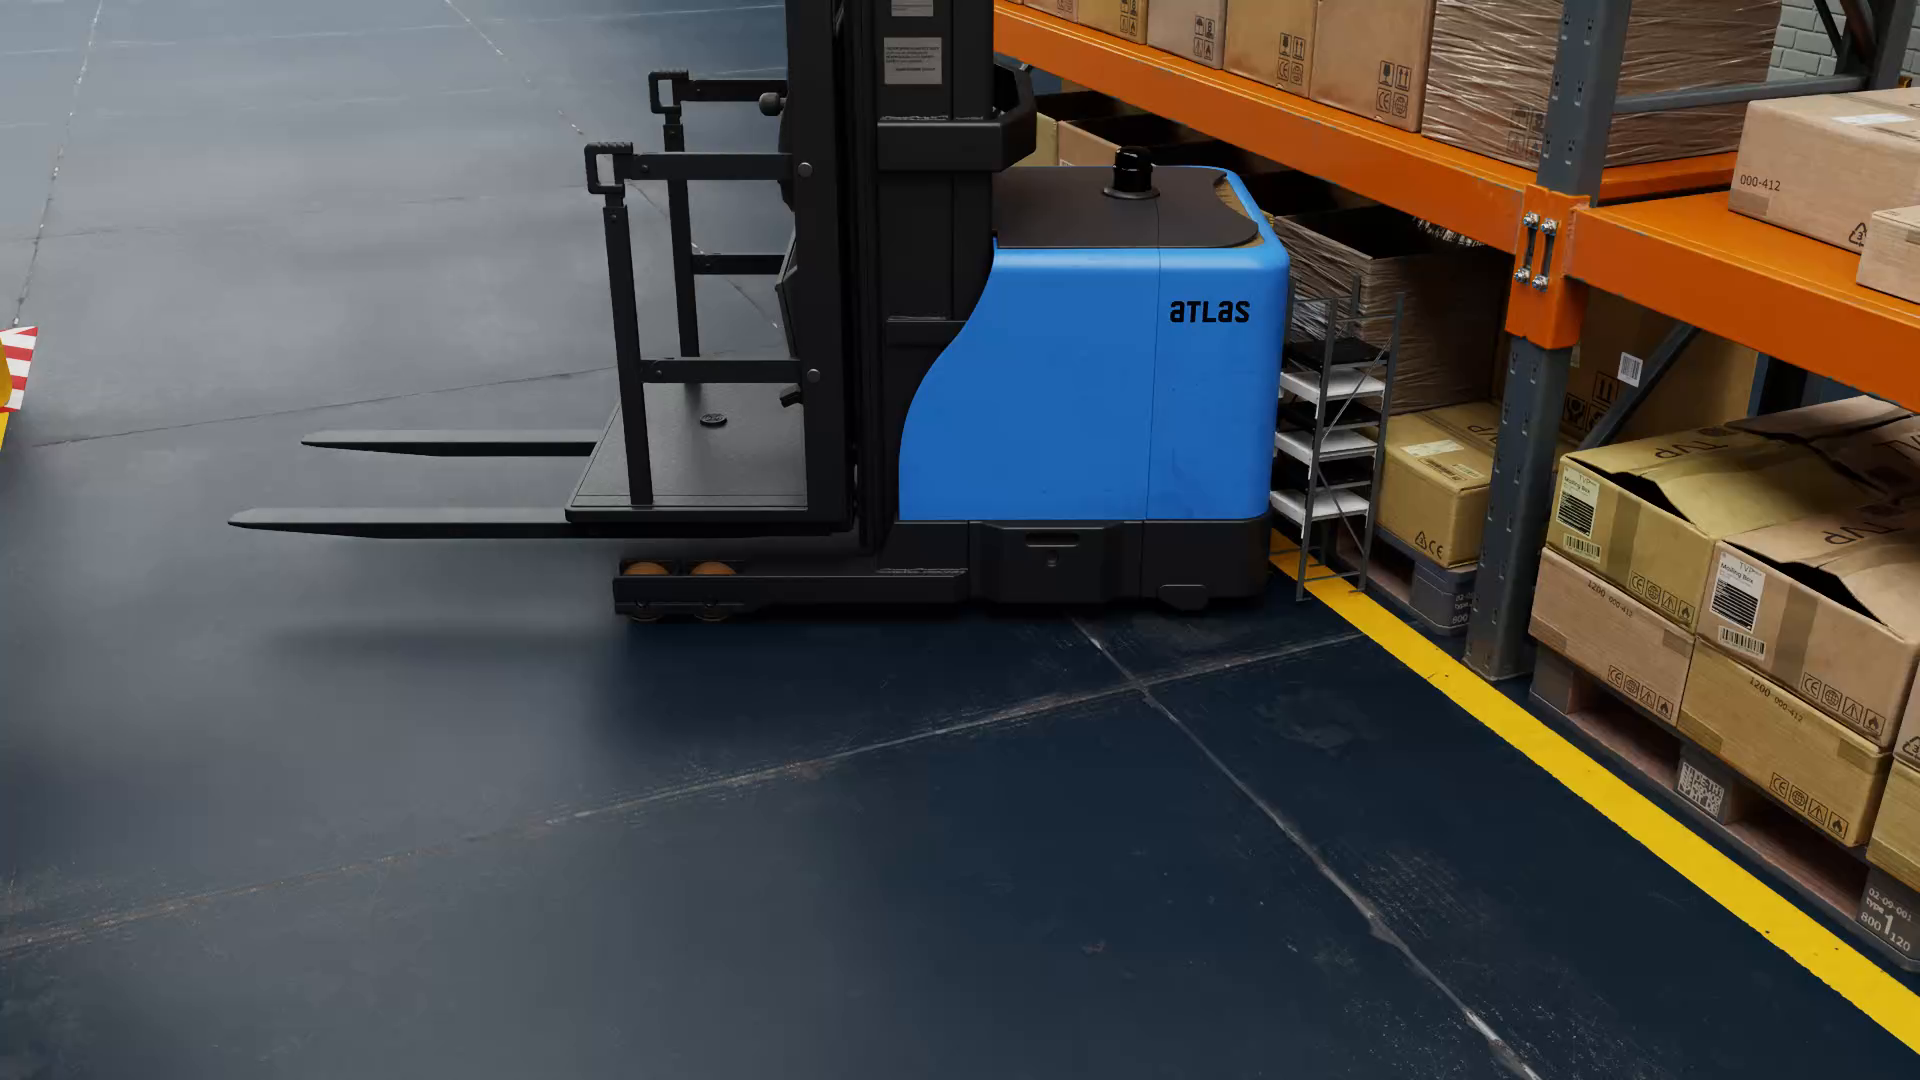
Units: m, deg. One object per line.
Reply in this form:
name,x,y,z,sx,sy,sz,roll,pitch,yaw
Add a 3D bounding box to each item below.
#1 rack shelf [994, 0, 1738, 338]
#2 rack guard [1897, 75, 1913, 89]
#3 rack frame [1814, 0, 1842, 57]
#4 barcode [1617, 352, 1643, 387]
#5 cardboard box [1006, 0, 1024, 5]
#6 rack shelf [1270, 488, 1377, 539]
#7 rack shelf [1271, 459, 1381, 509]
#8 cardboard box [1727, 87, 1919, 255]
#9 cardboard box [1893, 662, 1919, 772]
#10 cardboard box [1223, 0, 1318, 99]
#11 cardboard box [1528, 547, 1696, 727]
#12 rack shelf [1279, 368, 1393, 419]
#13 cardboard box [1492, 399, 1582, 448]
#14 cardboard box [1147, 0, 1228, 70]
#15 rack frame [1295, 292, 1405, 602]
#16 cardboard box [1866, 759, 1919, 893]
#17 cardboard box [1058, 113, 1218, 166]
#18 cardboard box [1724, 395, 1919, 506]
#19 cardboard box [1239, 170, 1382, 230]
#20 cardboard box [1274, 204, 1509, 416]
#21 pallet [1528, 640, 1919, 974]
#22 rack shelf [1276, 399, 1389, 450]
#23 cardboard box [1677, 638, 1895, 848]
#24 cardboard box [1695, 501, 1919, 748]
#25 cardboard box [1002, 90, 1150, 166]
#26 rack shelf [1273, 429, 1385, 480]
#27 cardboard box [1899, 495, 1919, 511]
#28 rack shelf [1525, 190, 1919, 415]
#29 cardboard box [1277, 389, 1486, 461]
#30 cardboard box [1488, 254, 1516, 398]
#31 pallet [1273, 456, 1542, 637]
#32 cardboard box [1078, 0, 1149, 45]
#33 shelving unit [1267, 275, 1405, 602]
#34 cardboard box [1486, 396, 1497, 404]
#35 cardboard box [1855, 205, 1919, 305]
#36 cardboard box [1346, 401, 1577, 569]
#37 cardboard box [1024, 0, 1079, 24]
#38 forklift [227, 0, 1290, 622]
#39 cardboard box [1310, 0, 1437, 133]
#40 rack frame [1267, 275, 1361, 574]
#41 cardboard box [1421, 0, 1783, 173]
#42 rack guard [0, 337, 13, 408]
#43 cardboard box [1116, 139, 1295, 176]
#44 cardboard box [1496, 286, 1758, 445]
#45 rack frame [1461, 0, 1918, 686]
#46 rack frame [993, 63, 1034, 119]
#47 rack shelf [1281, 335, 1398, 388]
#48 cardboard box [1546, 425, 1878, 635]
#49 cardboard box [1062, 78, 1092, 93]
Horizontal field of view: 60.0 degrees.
rack shelf,1.073,-1.553,5.833,1.077,0.370,4.000,-11,28,-21
rack guard,4.876,-2.383,9.560,1.175,0.500,0.348,-11,28,-21
rack frame,4.847,-3.537,9.075,1.000,3.000,0.127,-11,28,-21
barcode,1.573,-0.401,3.905,0.001,0.075,0.075,-11,28,-21
cardboard box,0.461,-2.538,6.916,0.700,0.500,0.500,-11,28,-21
rack shelf,1.051,-0.091,4.868,0.258,0.077,0.200,-8,25,-22
rack shelf,1.054,-0.174,4.833,0.258,0.077,0.200,-8,25,-22
cardboard box,2.090,-0.811,3.662,0.500,0.250,0.500,-9,27,-17
cardboard box,2.184,0.347,3.137,0.500,0.311,0.500,-12,28,-22
cardboard box,1.272,-1.707,5.214,0.700,0.500,0.500,-10,28,-20
cardboard box,1.787,0.183,4.111,0.500,0.250,0.500,-11,28,-22
rack shelf,1.063,-0.423,4.729,0.258,0.077,0.200,-8,25,-22
cardboard box,1.954,-0.262,5.022,0.500,0.250,0.500,-11,28,-21
cardboard box,1.070,-1.914,5.637,0.700,0.500,0.500,-10,28,-19
rack frame,1.098,-0.251,4.700,0.240,0.900,0.006,-8,25,-22
cardboard box,2.191,0.598,3.261,0.500,0.250,0.500,-11,28,-22
cardboard box,0.701,-1.318,6.332,0.500,0.500,0.500,-11,28,-21
cardboard box,2.279,-0.160,4.175,0.500,0.311,0.500,-11,28,-21
cardboard box,1.090,-0.914,5.504,0.500,0.500,0.500,-11,28,-21
cardboard box,1.289,-0.713,5.092,0.500,0.500,0.500,-11,28,-21
pallet,2.181,0.475,4.037,1.003,0.211,1.213,-11,28,-21
rack shelf,1.060,-0.340,4.764,0.258,0.077,0.200,-8,25,-22
cardboard box,1.986,0.390,3.688,0.500,0.250,0.500,-10,28,-19
cardboard box,1.980,0.138,3.564,0.500,0.311,0.500,-11,28,-21
cardboard box,0.493,-1.518,6.741,0.500,0.500,0.500,-11,28,-21
rack shelf,1.057,-0.257,4.798,0.258,0.077,0.200,-8,25,-22
cardboard box,2.489,0.049,3.747,0.500,0.311,0.500,-10,28,-19
rack shelf,2.640,0.061,2.525,1.077,0.370,4.000,-11,28,-21
cardboard box,1.287,-0.376,5.256,0.500,0.250,0.500,-11,28,-21
cardboard box,1.760,-0.801,5.272,0.500,0.500,0.500,-11,28,-21
pallet,1.584,-0.144,5.305,1.003,0.211,1.213,-11,28,-21
cardboard box,0.860,-2.126,6.071,0.700,0.500,0.500,-10,28,-20
shelving unit,1.058,-0.288,4.786,0.258,0.900,0.210,-8,25,-22
cardboard box,1.763,-0.464,5.438,0.500,0.250,0.500,-11,28,-21
cardboard box,2.016,-0.563,3.272,0.380,0.149,0.250,-11,28,-21
cardboard box,1.474,-0.172,4.839,0.500,0.250,0.500,-11,28,-21
cardboard box,0.671,-2.327,6.483,0.700,0.500,0.500,-10,28,-19
forklift,-0.625,-1.316,4.605,3.031,2.935,1.130,0,26,0
cardboard box,1.465,-1.504,4.798,0.700,0.500,0.500,-11,28,-21
rack frame,1.018,-0.325,4.871,0.240,0.900,0.006,-8,25,-22
cardboard box,1.677,-1.292,4.364,0.700,0.500,0.500,-11,28,-22
rack guard,-4.196,-0.689,6.091,1.175,0.500,0.348,-11,28,-21
cardboard box,0.880,-1.113,5.912,0.500,0.500,0.500,-11,28,-21
cardboard box,1.963,-0.600,4.861,0.500,0.500,0.500,-11,28,-21
rack frame,1.857,-1.069,4.021,1.000,3.000,0.127,-11,28,-21
rack frame,0.290,-2.684,7.328,1.000,3.000,0.127,-11,28,-21
rack shelf,1.065,-0.506,4.694,0.258,0.077,0.200,-8,25,-22
cardboard box,1.789,-0.065,3.980,0.500,0.311,0.500,-10,28,-20
cardboard box,0.774,-1.809,7.336,0.500,0.500,0.500,-11,28,-21
